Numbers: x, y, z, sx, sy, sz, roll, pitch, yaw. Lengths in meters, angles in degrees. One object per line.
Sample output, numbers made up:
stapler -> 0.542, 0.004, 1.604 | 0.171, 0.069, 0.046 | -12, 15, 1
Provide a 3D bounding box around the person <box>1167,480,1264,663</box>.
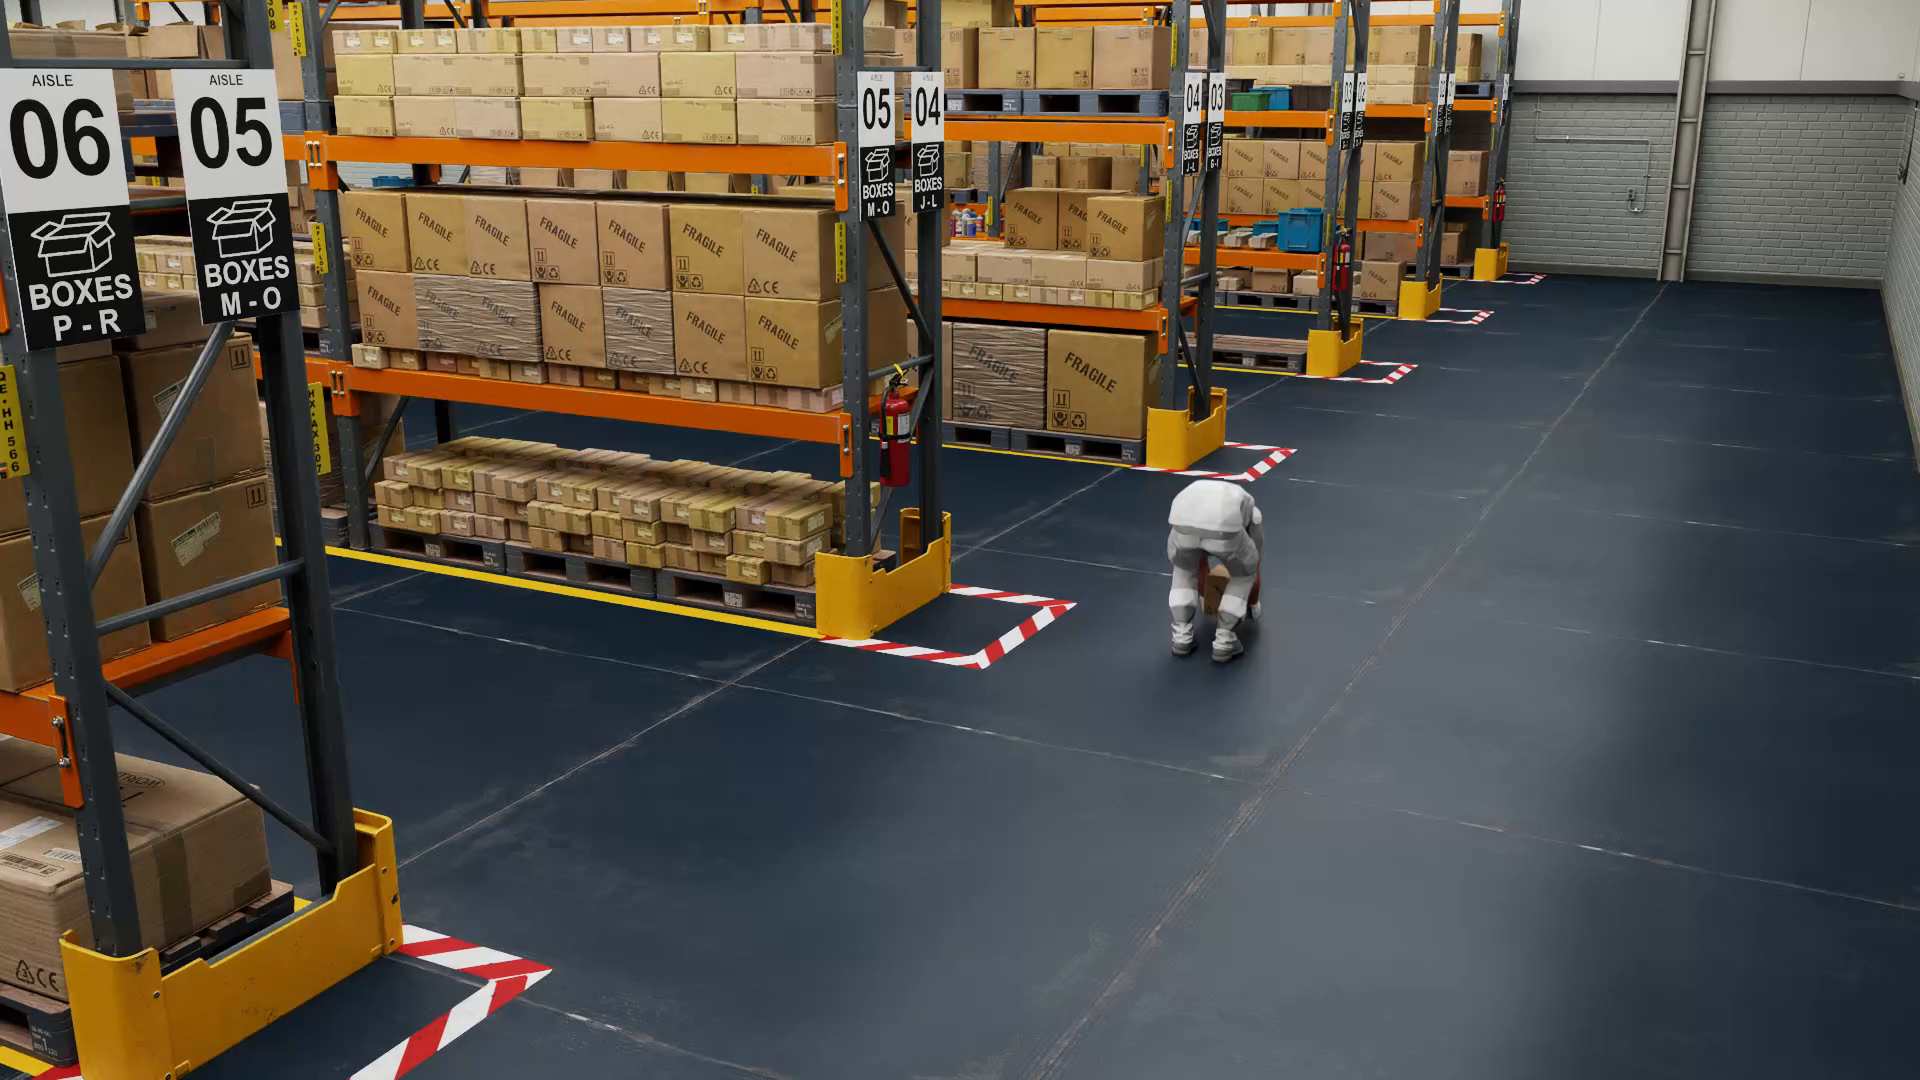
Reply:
person -> 1.477, 0.109, 9.528 | 0.526, 1.010, 0.952 | 7, 17, 23
